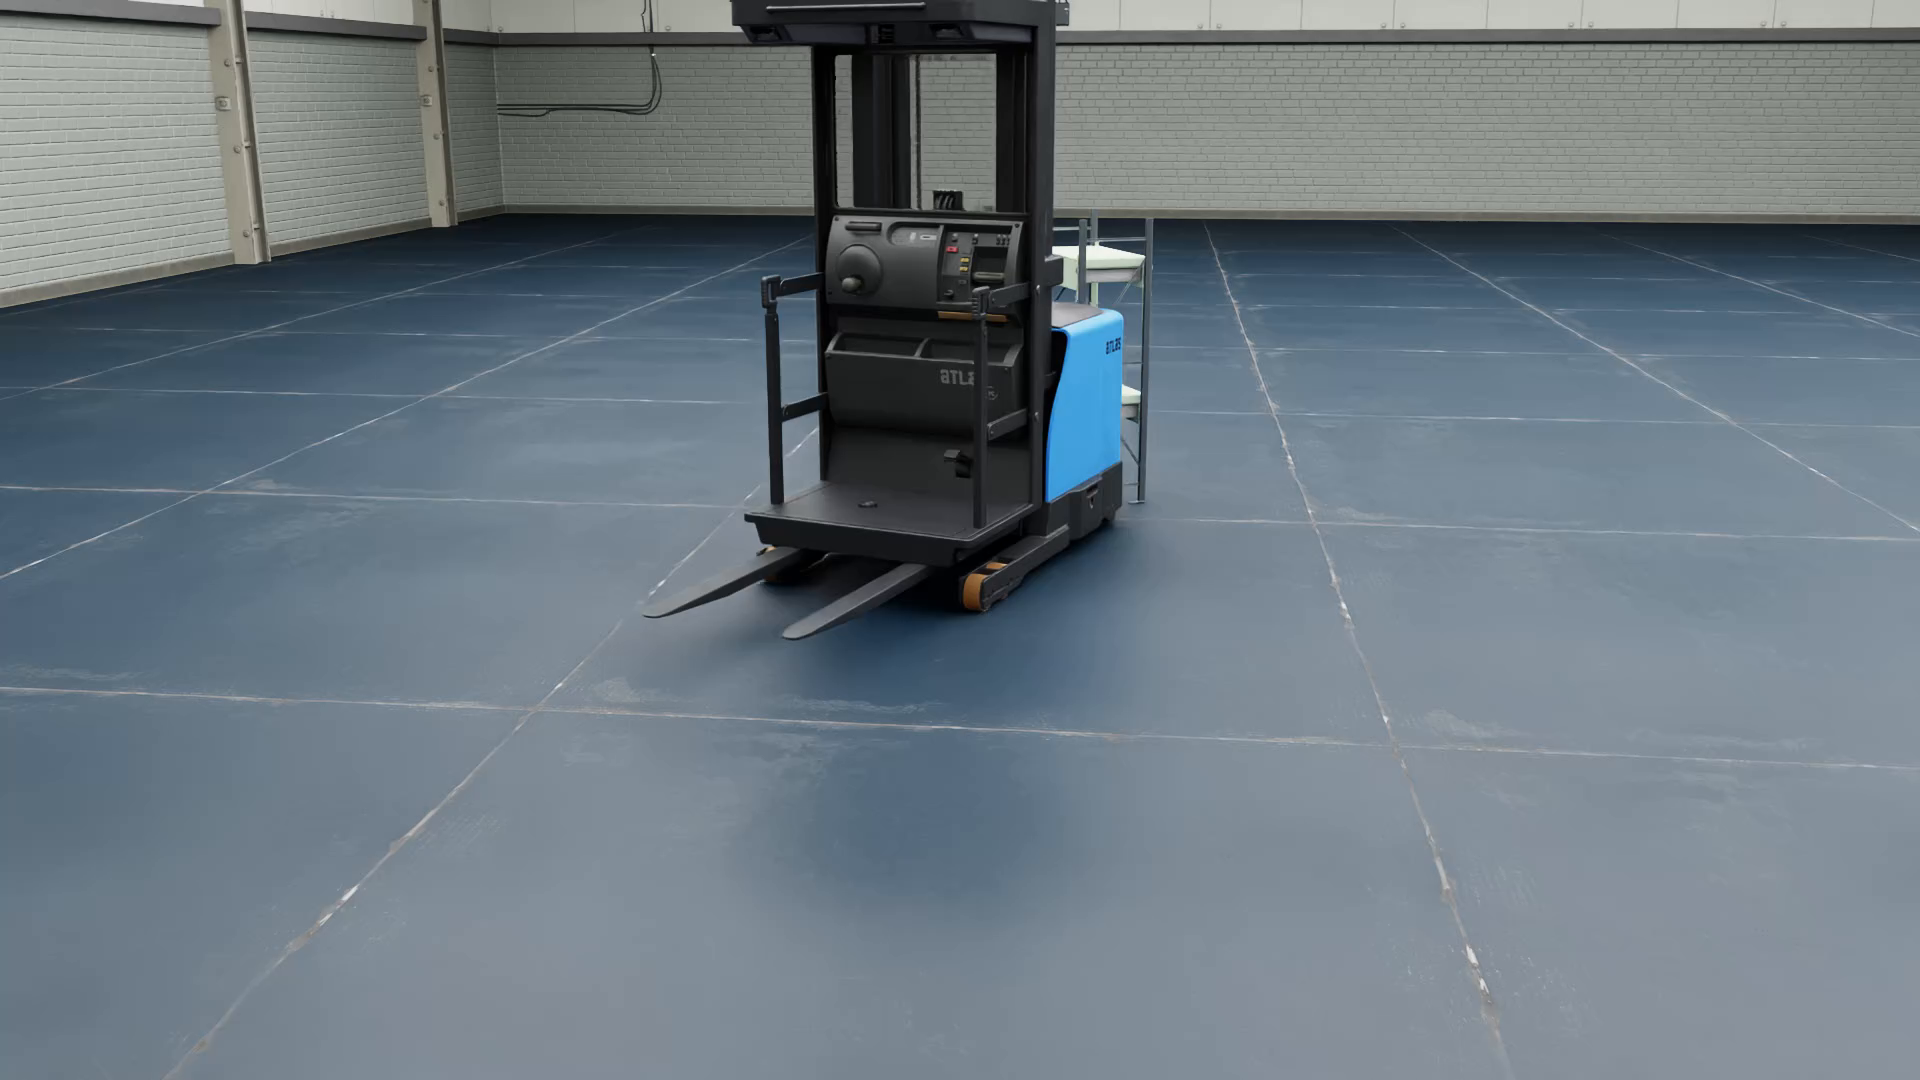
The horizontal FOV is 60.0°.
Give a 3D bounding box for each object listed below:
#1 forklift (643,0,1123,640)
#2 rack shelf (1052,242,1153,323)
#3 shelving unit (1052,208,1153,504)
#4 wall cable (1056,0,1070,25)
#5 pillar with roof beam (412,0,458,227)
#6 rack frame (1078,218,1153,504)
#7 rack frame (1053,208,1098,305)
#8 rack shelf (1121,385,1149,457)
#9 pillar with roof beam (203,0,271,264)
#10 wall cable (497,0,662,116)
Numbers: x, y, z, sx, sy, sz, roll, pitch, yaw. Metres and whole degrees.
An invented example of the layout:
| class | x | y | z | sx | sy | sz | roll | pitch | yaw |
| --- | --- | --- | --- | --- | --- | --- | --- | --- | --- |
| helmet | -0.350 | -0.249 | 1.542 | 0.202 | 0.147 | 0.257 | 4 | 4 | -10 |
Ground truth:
| class | x | y | z | sx | sy | sz | roll | pitch | yaw |
| --- | --- | --- | --- | --- | --- | --- | --- | --- | --- |
| forklift | -0.252 | -1.238 | 7.125 | 1.130 | 2.935 | 3.031 | 7 | 17 | 24 |
| rack shelf | 0.682 | -1.376 | 8.884 | 0.431 | 0.370 | 0.720 | -5 | 16 | -18 |
| shelving unit | 0.682 | -1.000 | 8.986 | 0.431 | 1.500 | 0.755 | -5 | 16 | -18 |
| wall cable | 2.677 | -11.542 | 27.094 | 2.305 | 6.003 | 0.169 | 2 | 15 | 6 |
| pillar with roof beam | -4.123 | -9.333 | 25.436 | 9.100 | 9.000 | 0.400 | 2 | 15 | 6 |
| rack frame | 0.796 | -0.909 | 8.650 | 0.400 | 1.500 | 0.023 | -5 | 16 | -18 |
| rack frame | 0.568 | -1.090 | 9.322 | 0.400 | 1.500 | 0.023 | -5 | 16 | -18 |
| rack shelf | 0.682 | -0.685 | 9.071 | 0.431 | 0.370 | 0.720 | -5 | 16 | -18 |
| pillar with roof beam | -4.800 | -7.776 | 19.681 | 9.100 | 9.000 | 0.400 | 2 | 15 | 6 |
| wall cable | -6.754 | -8.686 | 28.992 | 3.097 | 2.526 | 0.112 | 2 | 15 | 6 |
